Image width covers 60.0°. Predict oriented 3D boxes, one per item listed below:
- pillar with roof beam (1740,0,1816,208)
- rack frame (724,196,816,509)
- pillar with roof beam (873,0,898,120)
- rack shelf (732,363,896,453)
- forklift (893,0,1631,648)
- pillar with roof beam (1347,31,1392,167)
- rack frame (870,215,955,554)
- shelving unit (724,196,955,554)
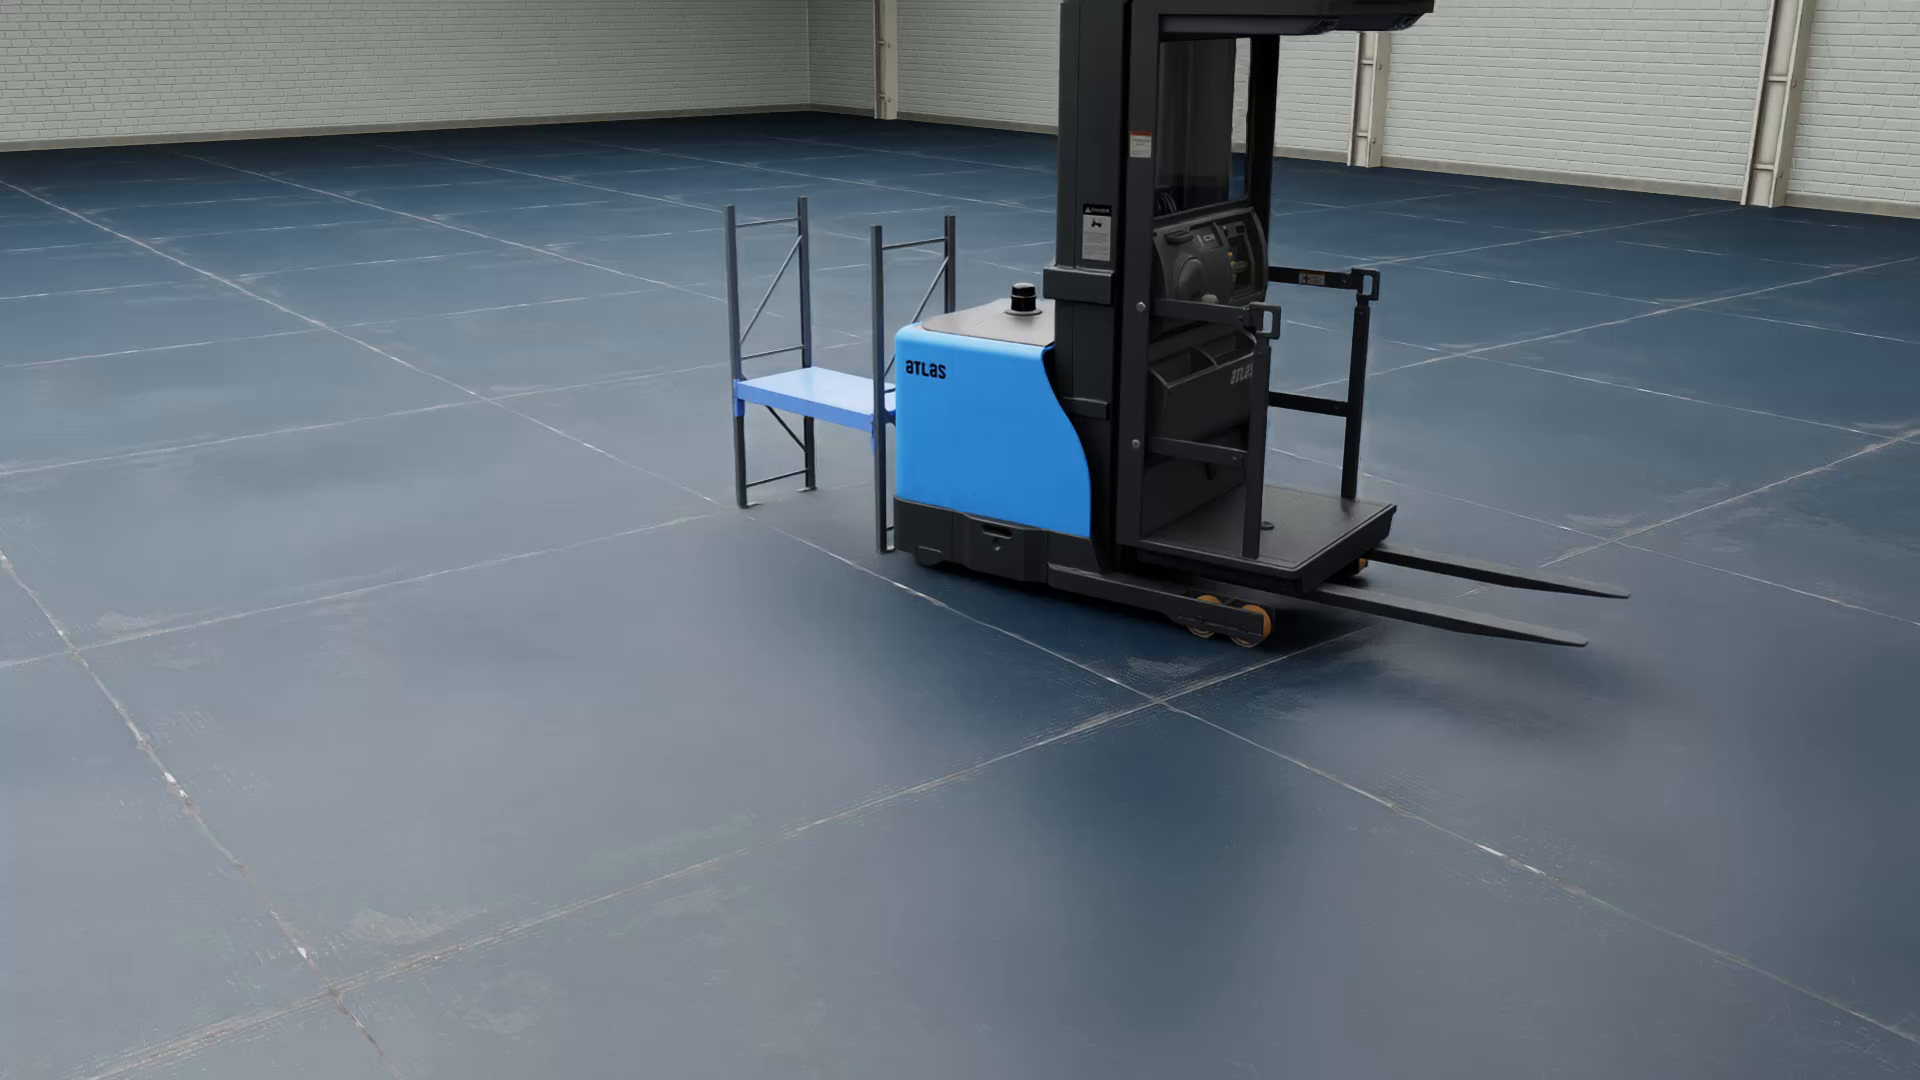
[{"bbox_3d":[6.318,-7.478,16.132,9.100,9.000,0.400,-14,23,-36],"label":"pillar with roof beam"},{"bbox_3d":[-0.937,-0.928,8.279,0.032,1.500,0.500,17,25,41],"label":"rack frame"},{"bbox_3d":[-4.858,-11.914,29.526,9.100,9.000,0.400,-14,23,-36],"label":"pillar with roof beam"},{"bbox_3d":[-0.571,-0.646,8.001,1.000,0.185,0.538,17,25,41],"label":"rack shelf"},{"bbox_3d":[1.200,-1.156,6.691,3.031,2.935,1.130,12,22,33],"label":"forklift"},{"bbox_3d":[2.592,-8.957,20.597,9.100,9.000,0.400,-14,23,-36],"label":"pillar with roof beam"},{"bbox_3d":[-0.205,-0.706,7.610,0.032,1.500,0.500,17,25,41],"label":"rack frame"},{"bbox_3d":[-0.571,-0.817,7.944,1.048,1.500,0.538,17,25,41],"label":"shelving unit"}]
